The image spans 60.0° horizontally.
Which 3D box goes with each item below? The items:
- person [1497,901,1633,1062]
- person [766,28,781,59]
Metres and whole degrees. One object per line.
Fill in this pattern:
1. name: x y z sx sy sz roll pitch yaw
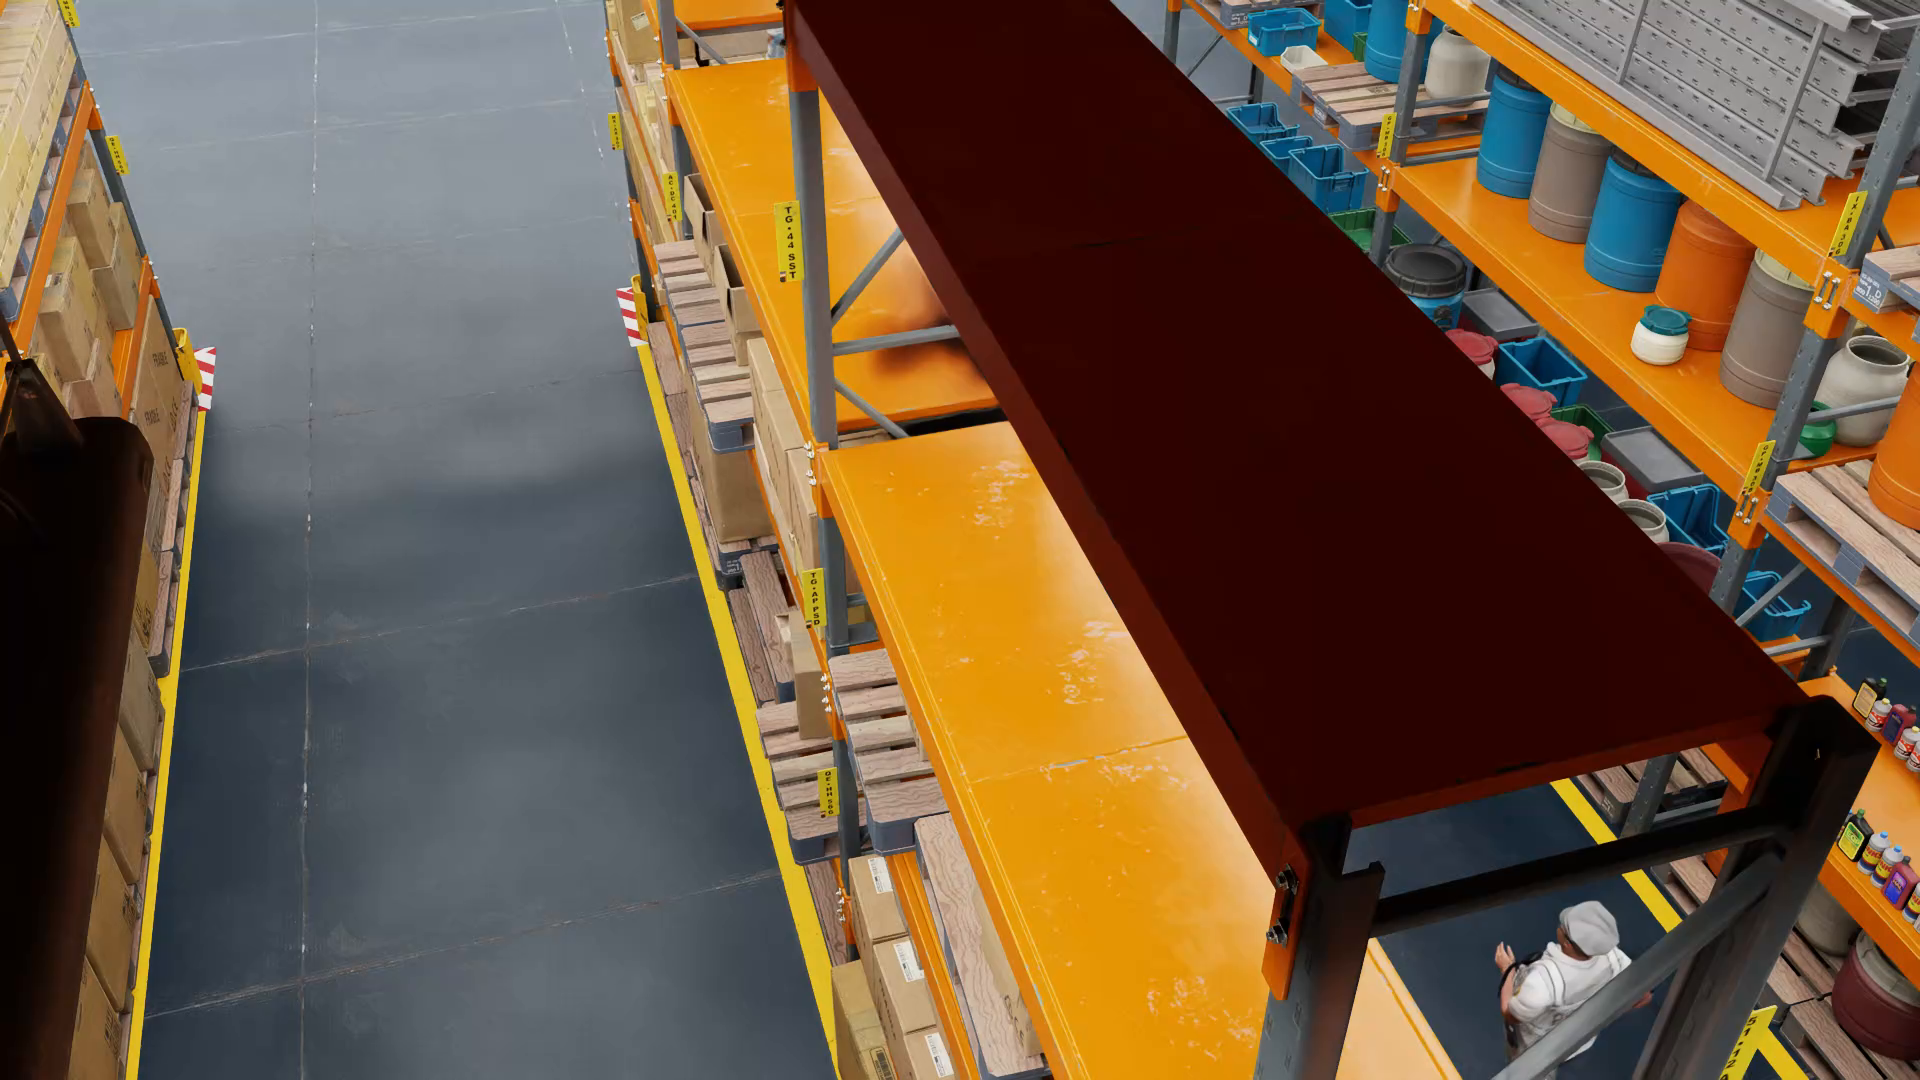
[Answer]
1. person: 2.842 2.385 7.989 0.619 1.822 0.483 -19 42 -22
2. person: -2.233 -5.250 18.032 0.859 1.839 0.667 11 40 13
